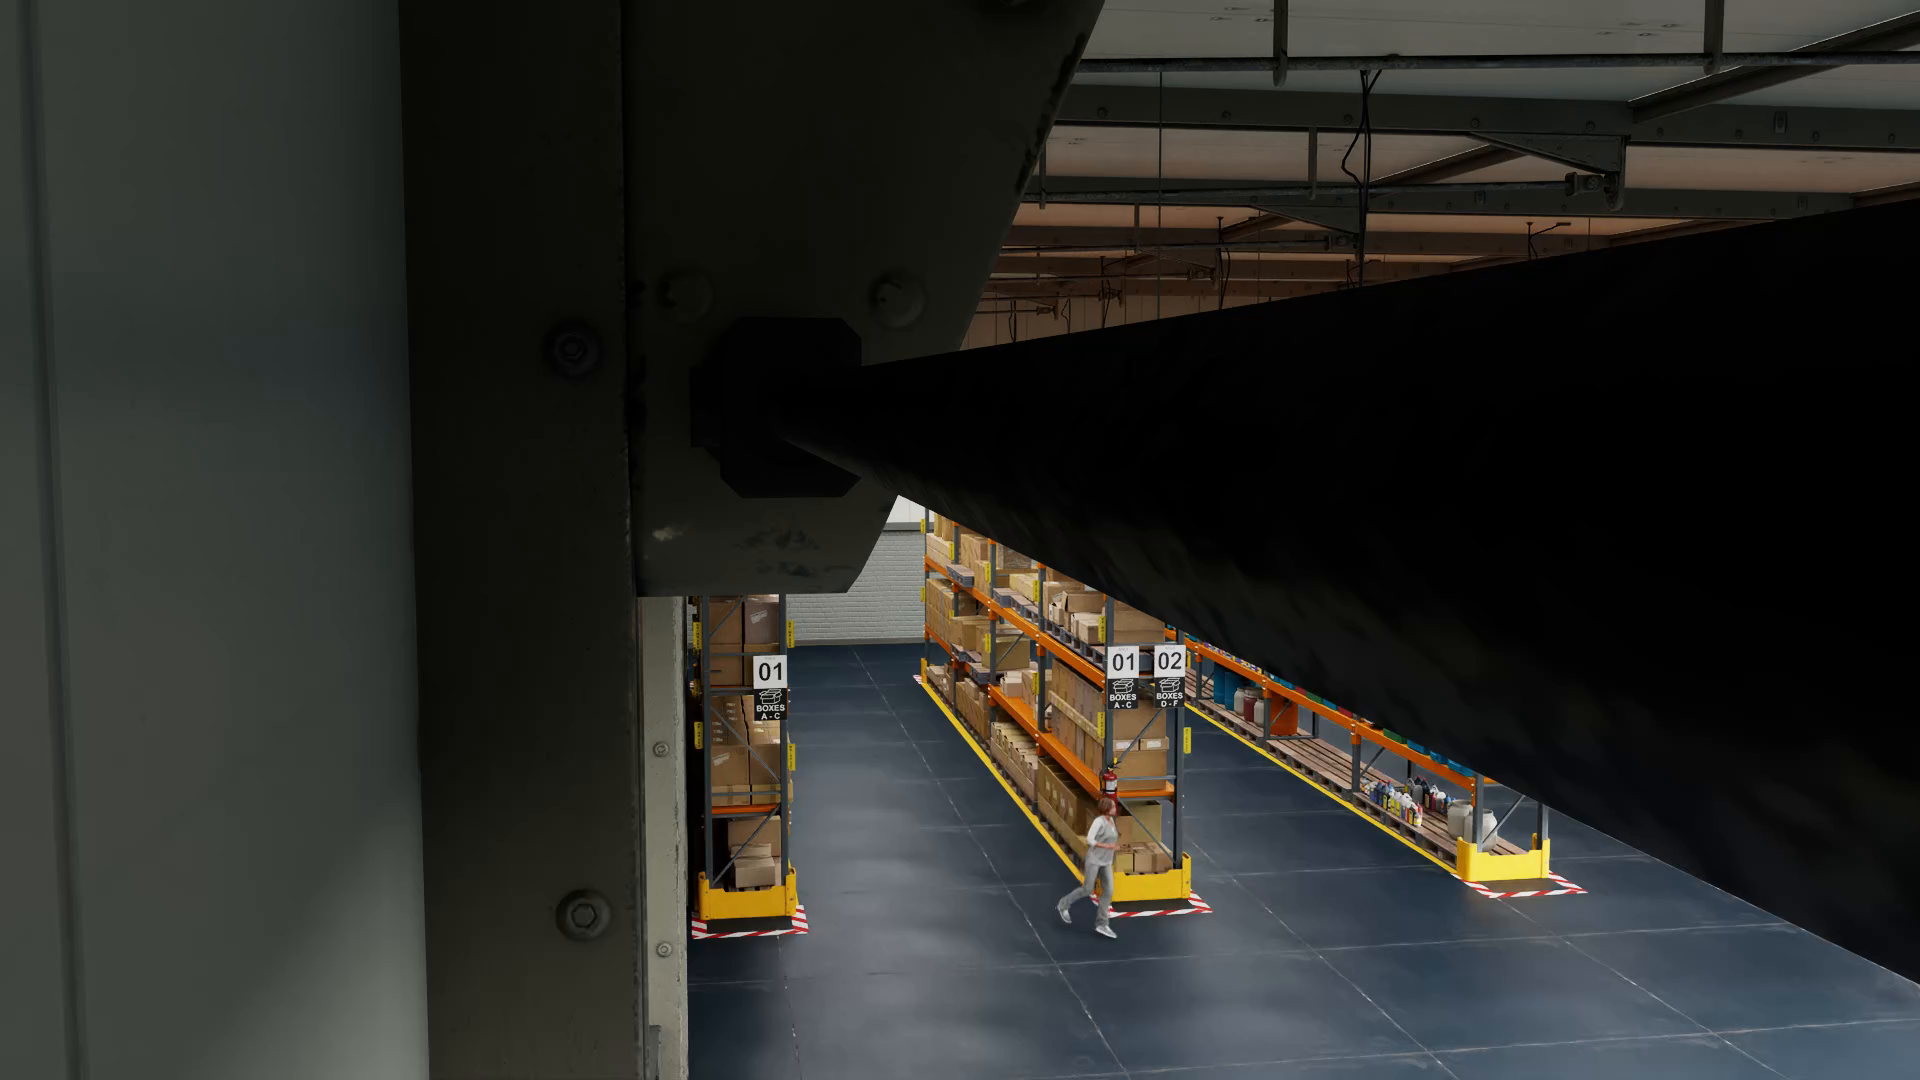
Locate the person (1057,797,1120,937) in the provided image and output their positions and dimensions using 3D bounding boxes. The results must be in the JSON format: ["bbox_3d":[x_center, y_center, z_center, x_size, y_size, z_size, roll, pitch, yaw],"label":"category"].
[{"bbox_3d":[1.633,3.818,19.689,0.848,1.562,0.570,4,7,41],"label":"person"}]
